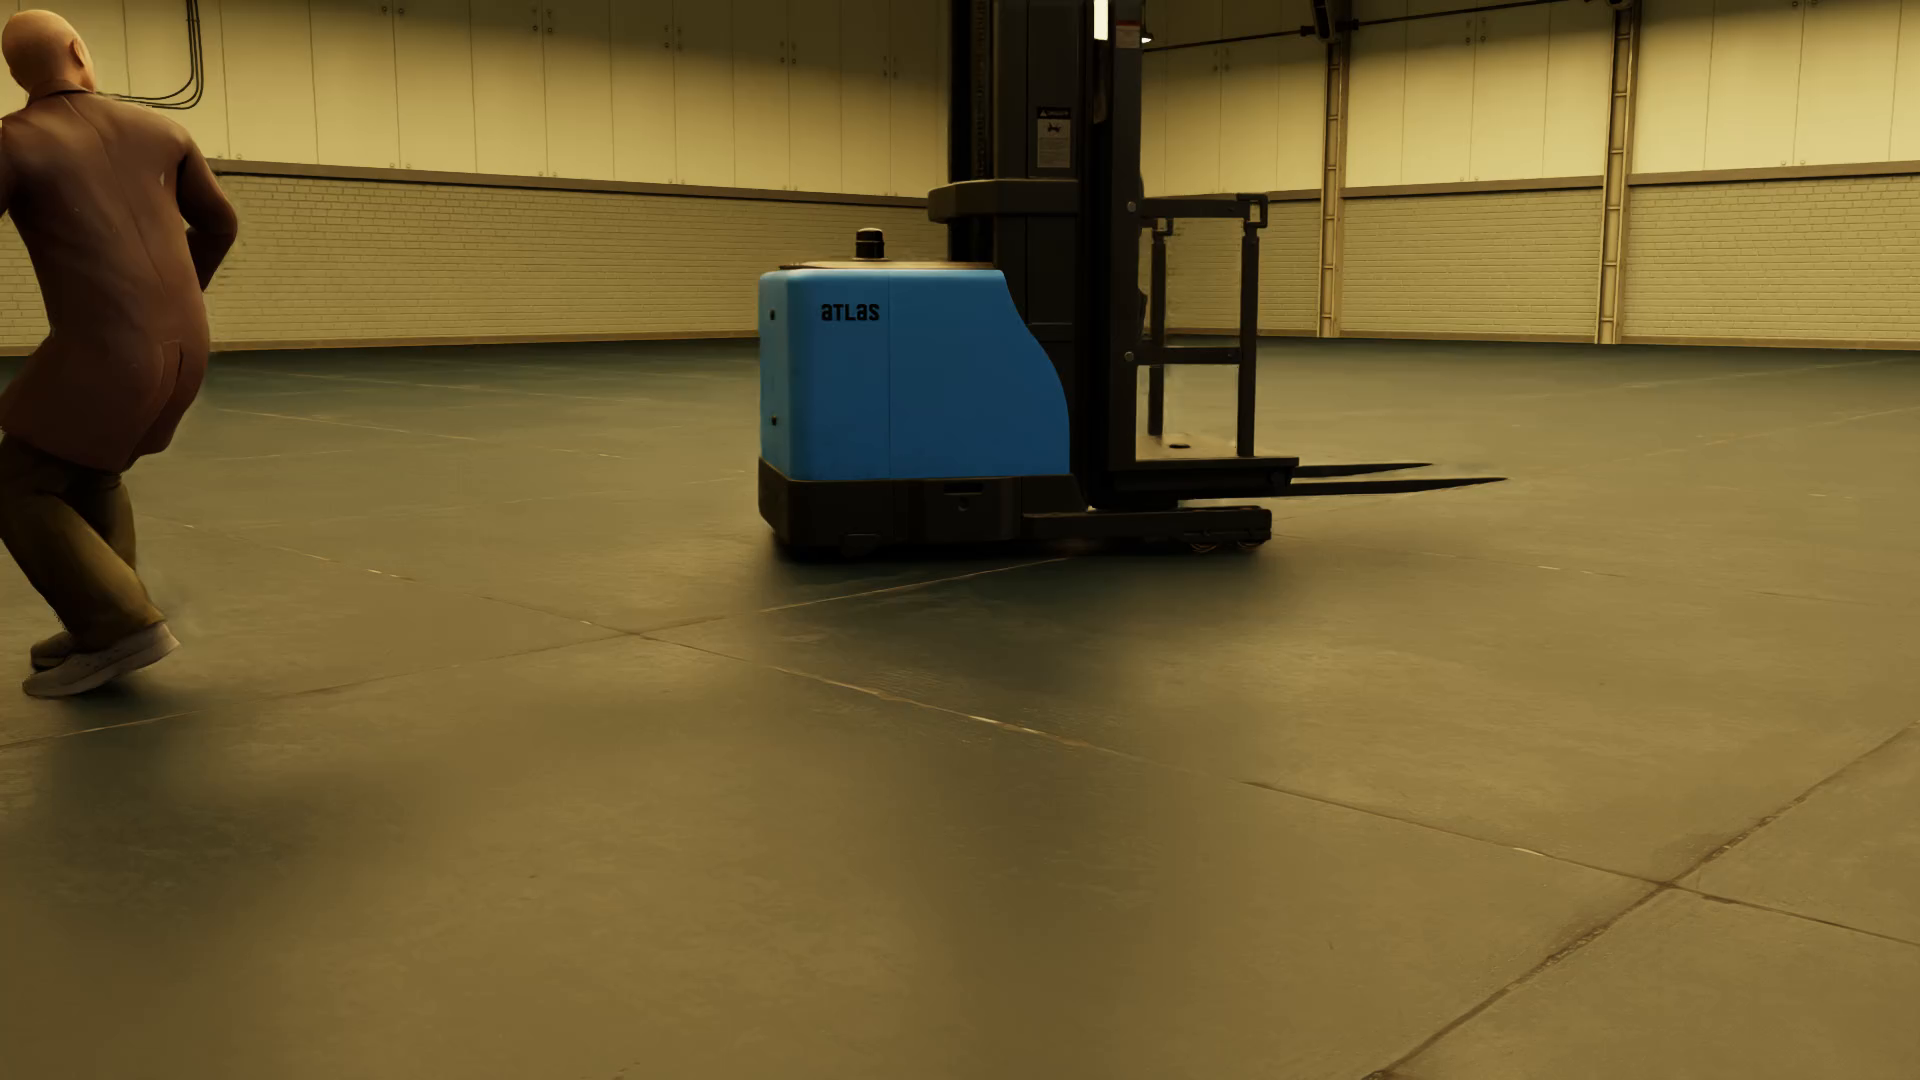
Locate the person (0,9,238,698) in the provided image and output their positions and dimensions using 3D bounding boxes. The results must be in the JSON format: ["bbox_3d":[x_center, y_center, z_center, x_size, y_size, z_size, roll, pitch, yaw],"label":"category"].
[{"bbox_3d":[-2.315,-0.479,4.281,0.756,1.697,0.863,3,9,18],"label":"person"}]

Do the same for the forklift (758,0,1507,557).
[{"bbox_3d":[0.731,-1.480,6.700,3.031,2.935,1.130,-2,9,-14],"label":"forklift"}]
